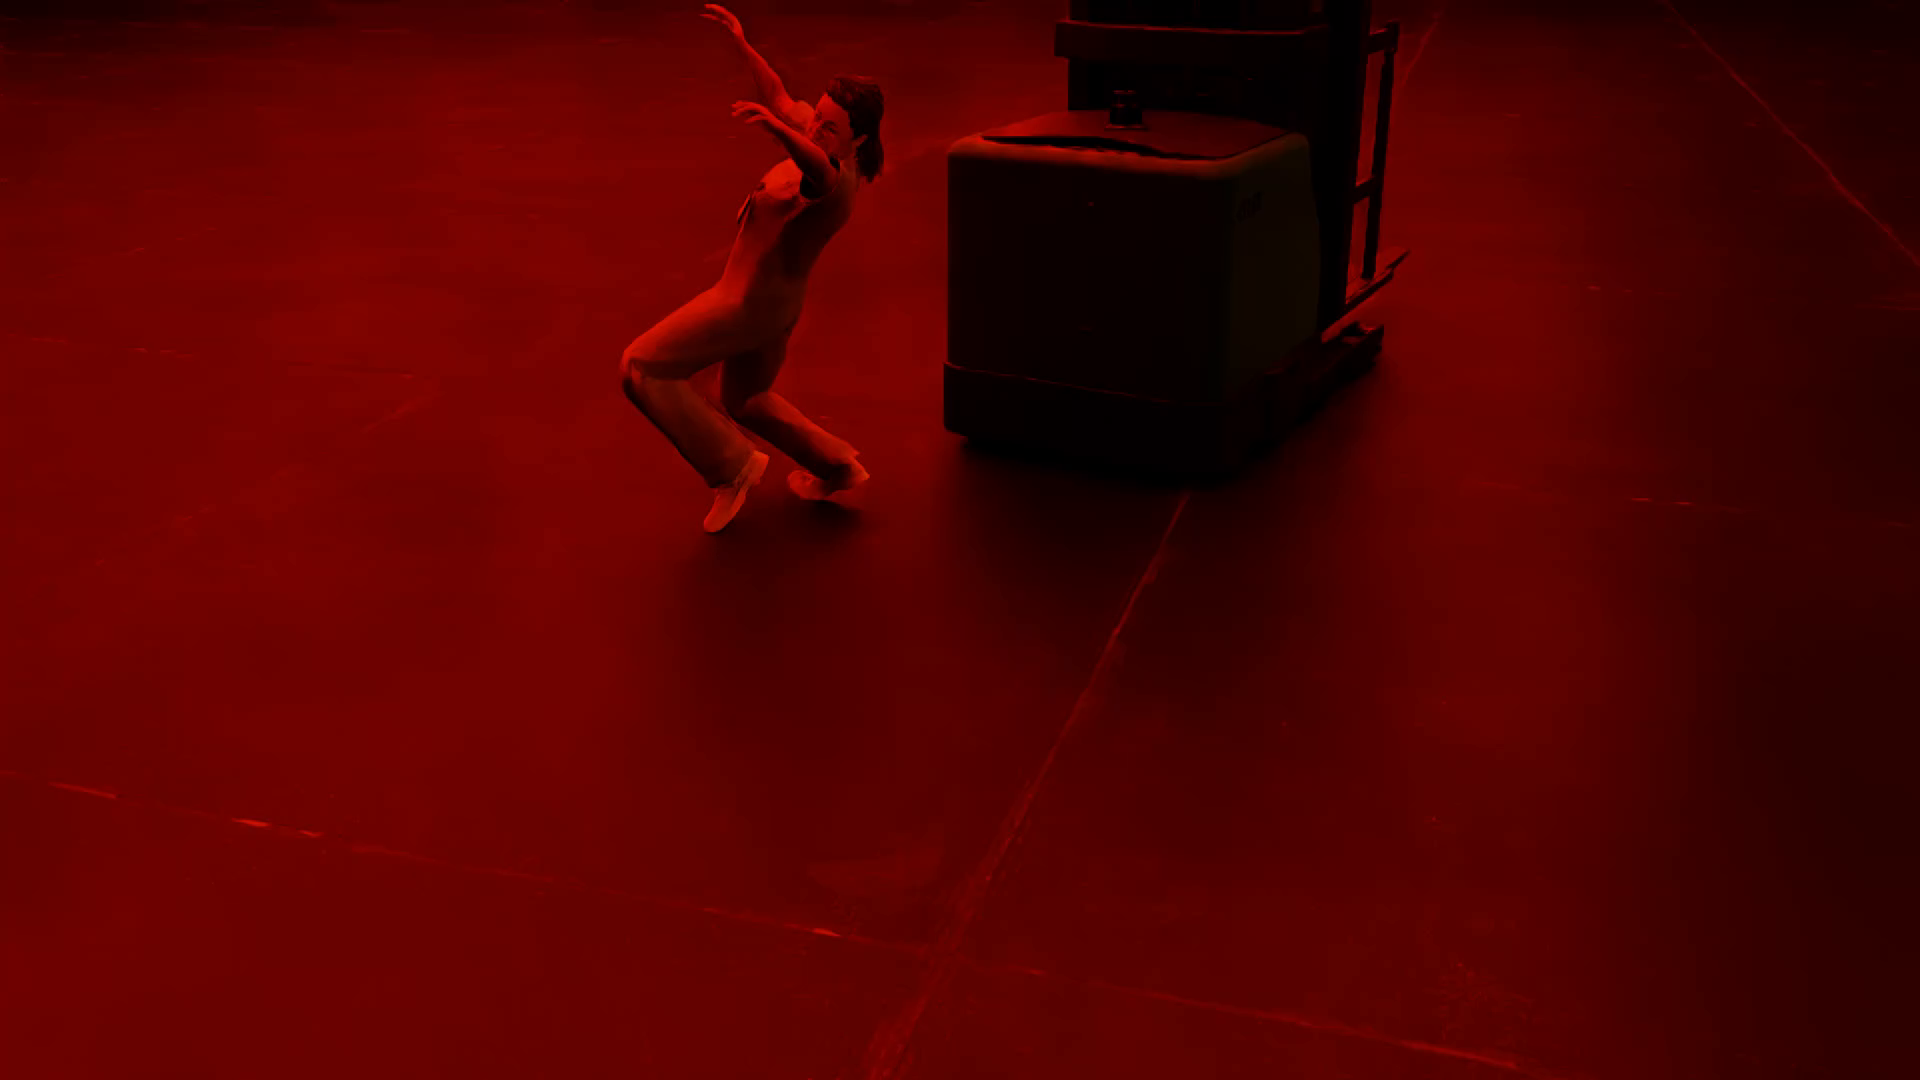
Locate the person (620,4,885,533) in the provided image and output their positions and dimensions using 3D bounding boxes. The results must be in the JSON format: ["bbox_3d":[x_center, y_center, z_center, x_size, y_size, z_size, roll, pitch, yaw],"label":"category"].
[{"bbox_3d":[-0.632,-0.744,4.907,0.787,1.561,0.969,3,23,8],"label":"person"}]

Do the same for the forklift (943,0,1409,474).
[{"bbox_3d":[1.098,-2.090,6.341,1.130,2.935,3.031,12,25,27],"label":"forklift"}]
